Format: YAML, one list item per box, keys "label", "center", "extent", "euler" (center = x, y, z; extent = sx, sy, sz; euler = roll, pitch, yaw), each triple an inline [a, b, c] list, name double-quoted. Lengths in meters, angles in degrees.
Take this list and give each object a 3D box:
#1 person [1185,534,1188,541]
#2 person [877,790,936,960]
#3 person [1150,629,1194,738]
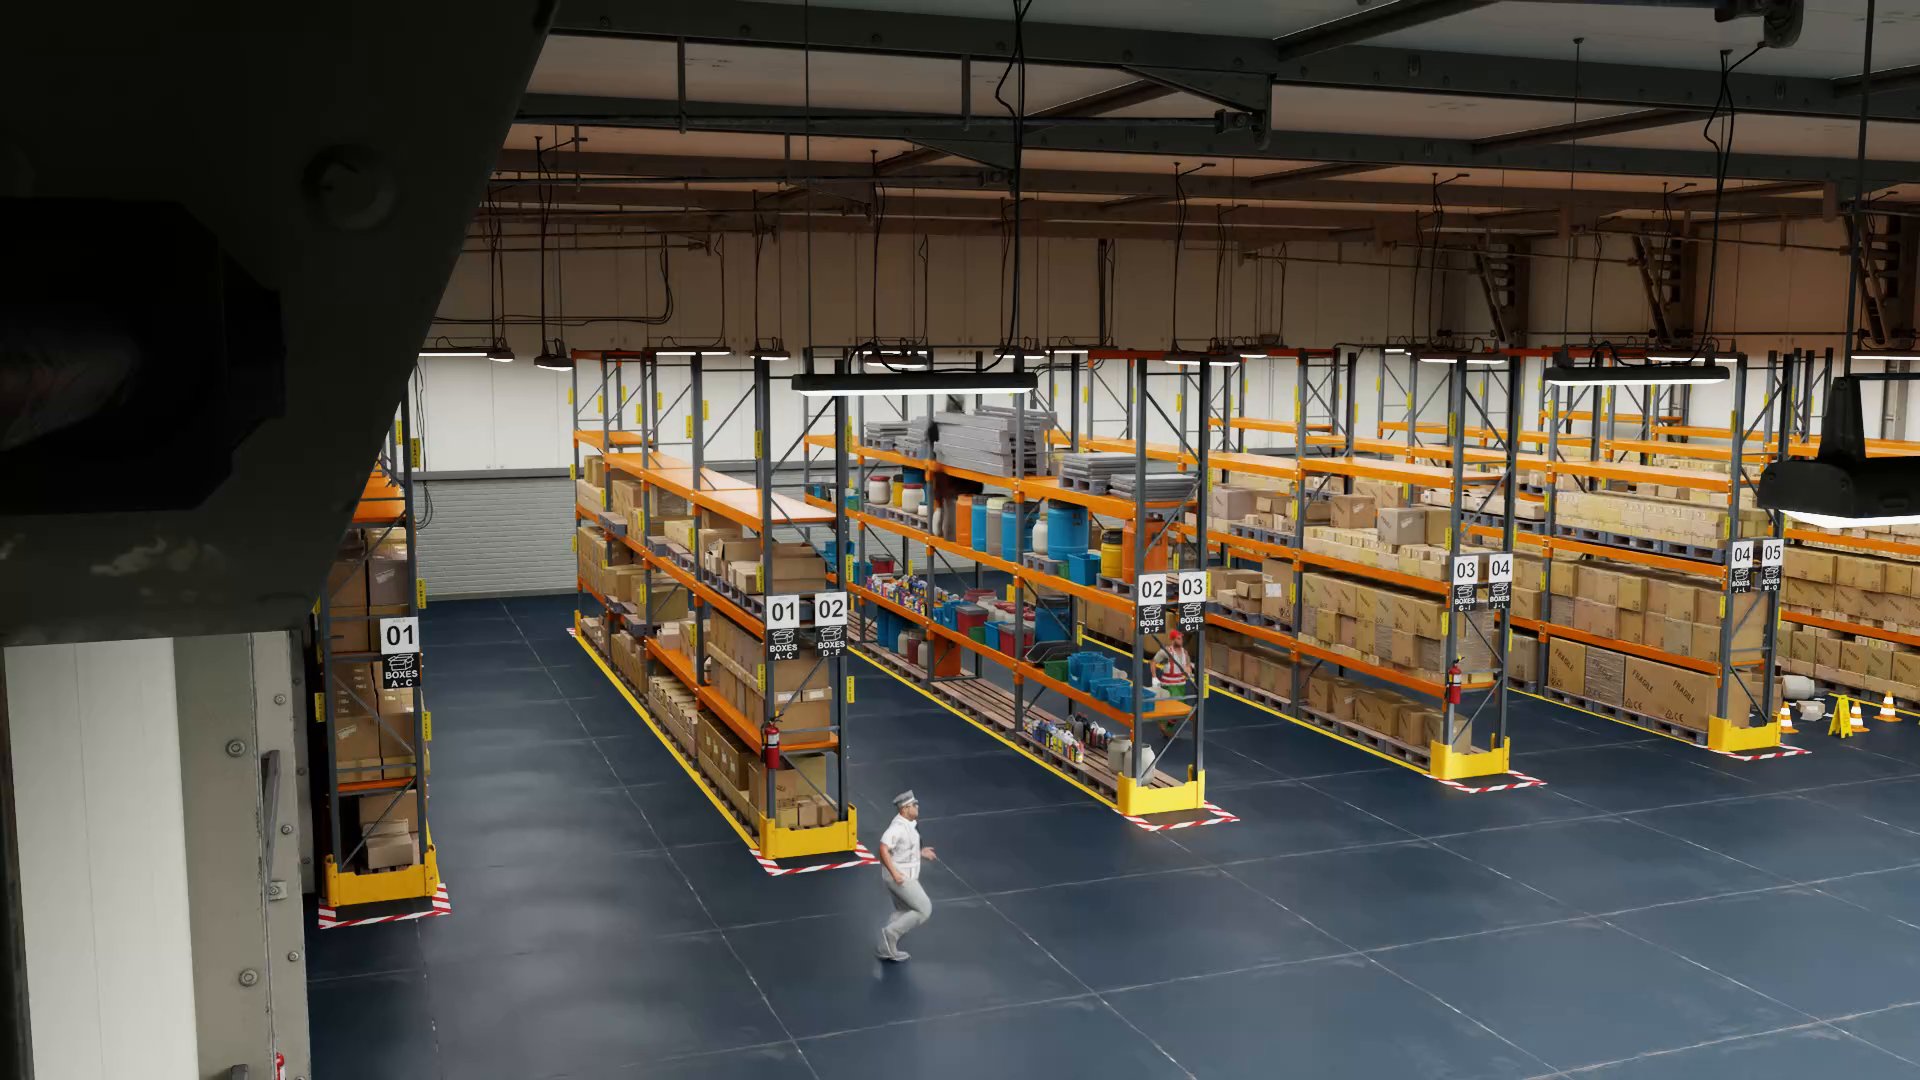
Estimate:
- label: "person"
  center: [5.094, 0.665, 38.674]
  extent: [0.665, 1.731, 0.924]
  euler: [-1, 7, -10]
- label: "person"
  center: [-0.537, 3.384, 16.818]
  extent: [0.602, 1.740, 0.665]
  euler: [0, 7, -1]
- label: "person"
  center: [3.363, 2.254, 25.895]
  extent: [0.683, 1.734, 0.618]
  euler: [-5, 9, -36]
